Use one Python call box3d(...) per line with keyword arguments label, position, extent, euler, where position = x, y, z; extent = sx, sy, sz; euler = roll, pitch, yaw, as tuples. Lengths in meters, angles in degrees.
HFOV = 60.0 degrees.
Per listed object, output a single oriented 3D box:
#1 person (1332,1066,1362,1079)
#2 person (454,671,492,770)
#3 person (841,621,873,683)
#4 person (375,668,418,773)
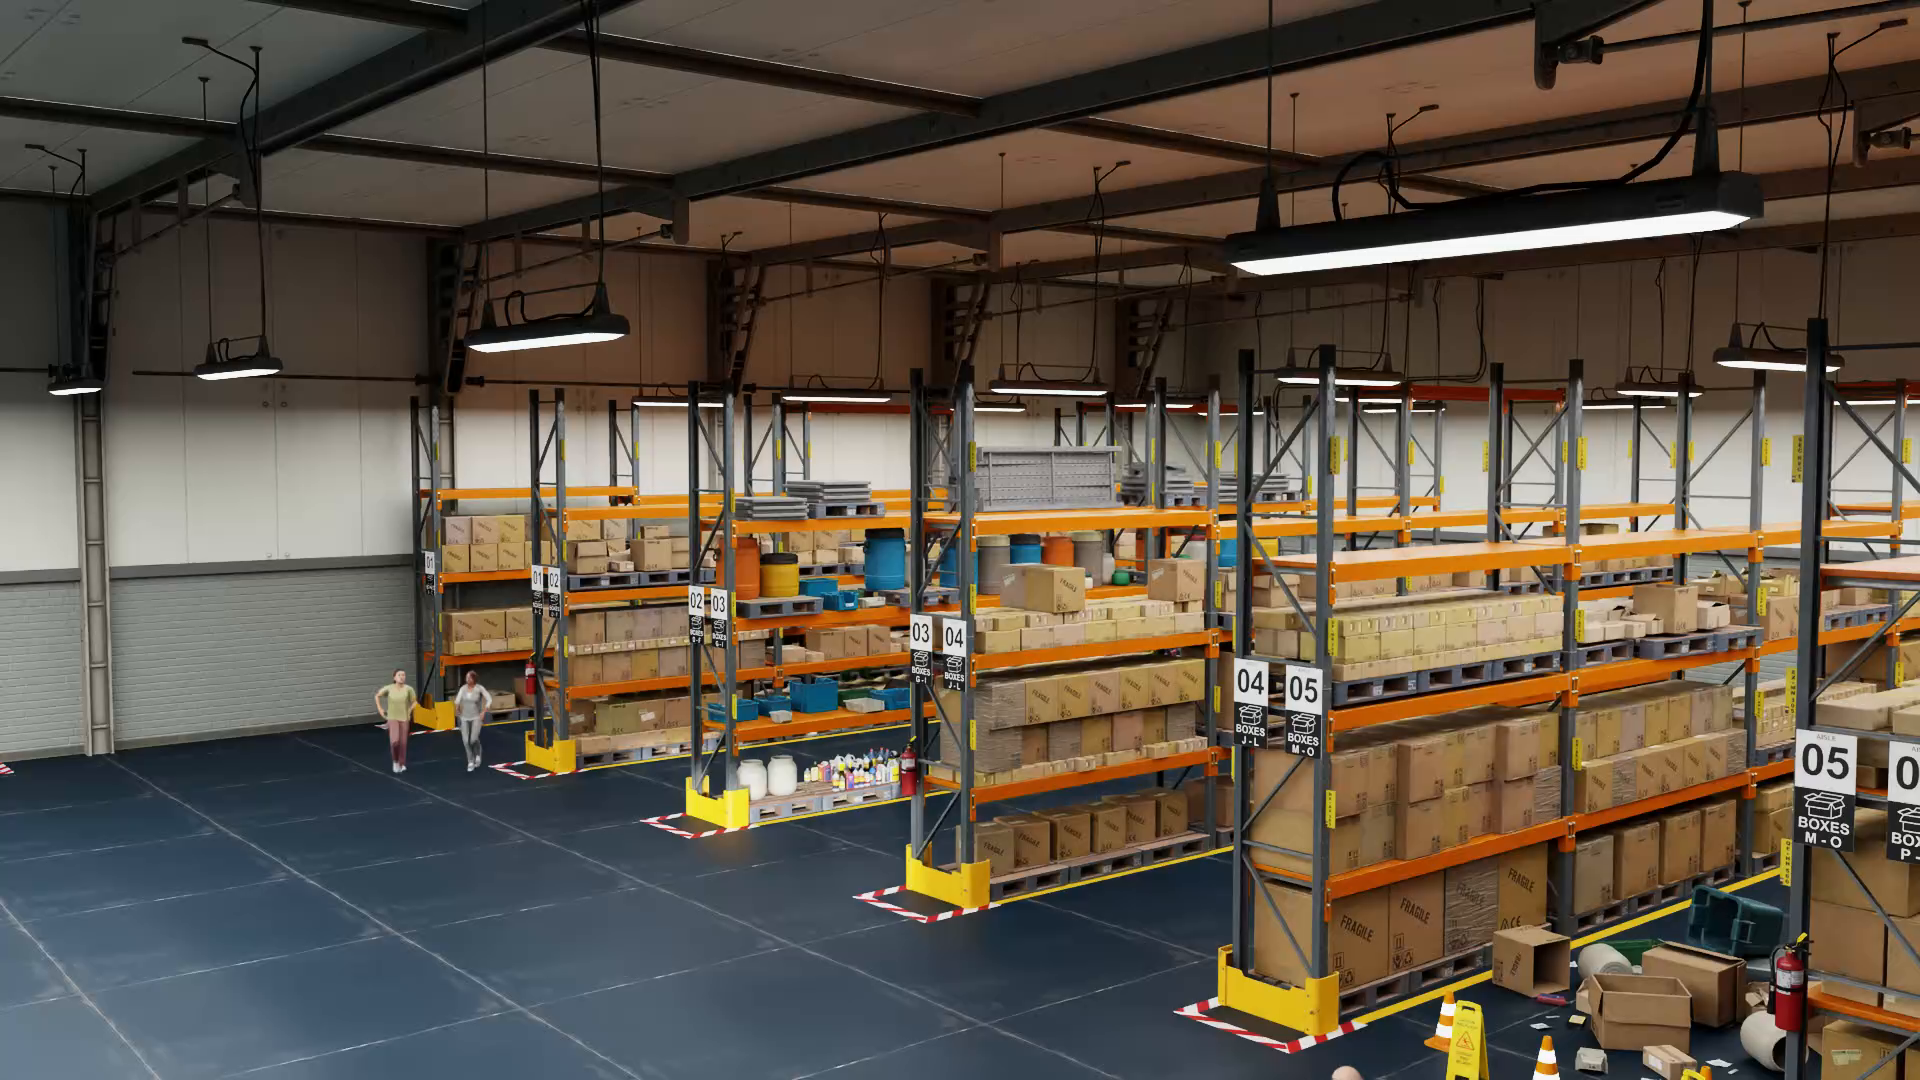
box3d(label="person", position=(2.159, 3.740, 9.321), extent=(0.691, 1.738, 0.989), euler=(1, 3, 14))
box3d(label="person", position=(-7.696, 2.845, 26.115), extent=(0.557, 1.572, 0.518), euler=(0, 3, 5))
box3d(label="person", position=(-2.002, 2.350, 32.837), extent=(0.667, 1.788, 0.911), euler=(3, 4, 41))
box3d(label="person", position=(-8.726, 2.809, 25.819), extent=(0.595, 1.642, 0.696), euler=(-2, 4, -29))
